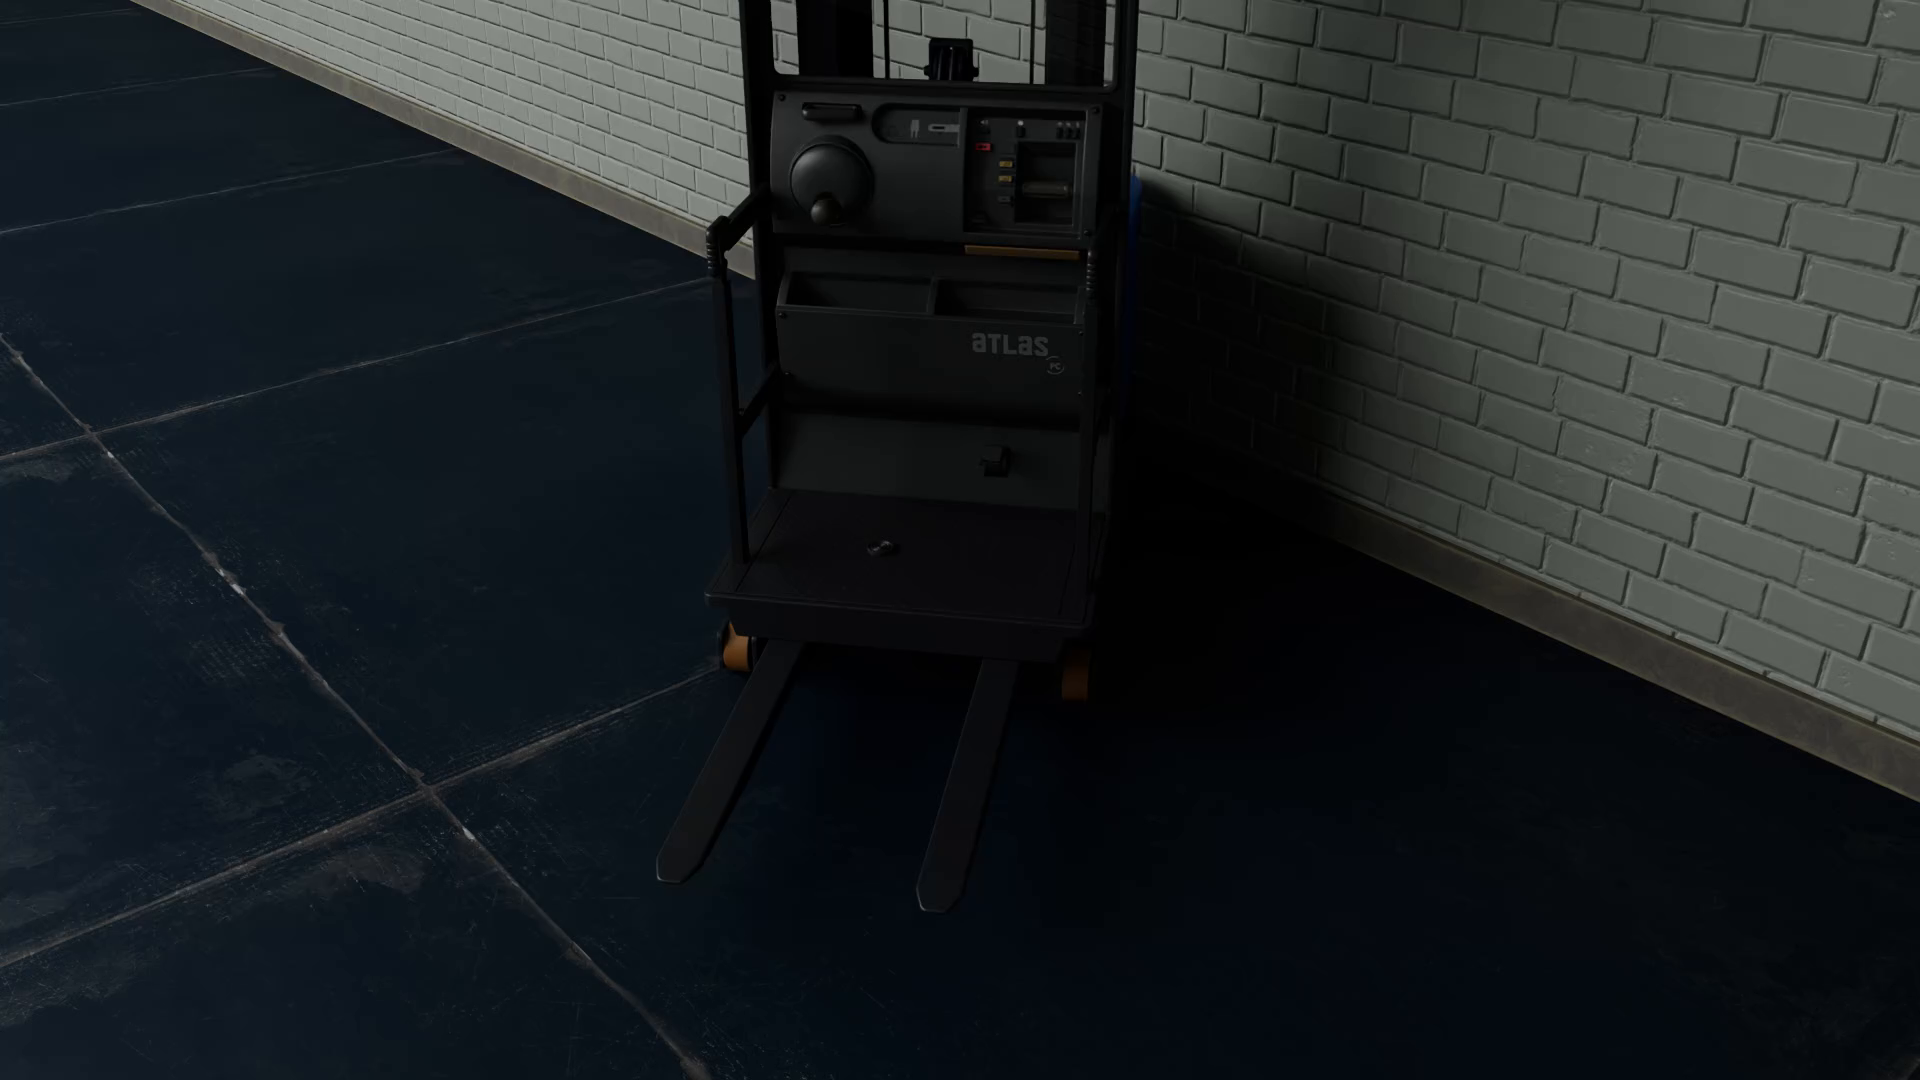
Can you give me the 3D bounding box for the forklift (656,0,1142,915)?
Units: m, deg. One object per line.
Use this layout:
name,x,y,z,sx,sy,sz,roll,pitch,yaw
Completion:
forklift,-0.104,-1.004,4.445,1.130,2.935,3.031,5,28,8
